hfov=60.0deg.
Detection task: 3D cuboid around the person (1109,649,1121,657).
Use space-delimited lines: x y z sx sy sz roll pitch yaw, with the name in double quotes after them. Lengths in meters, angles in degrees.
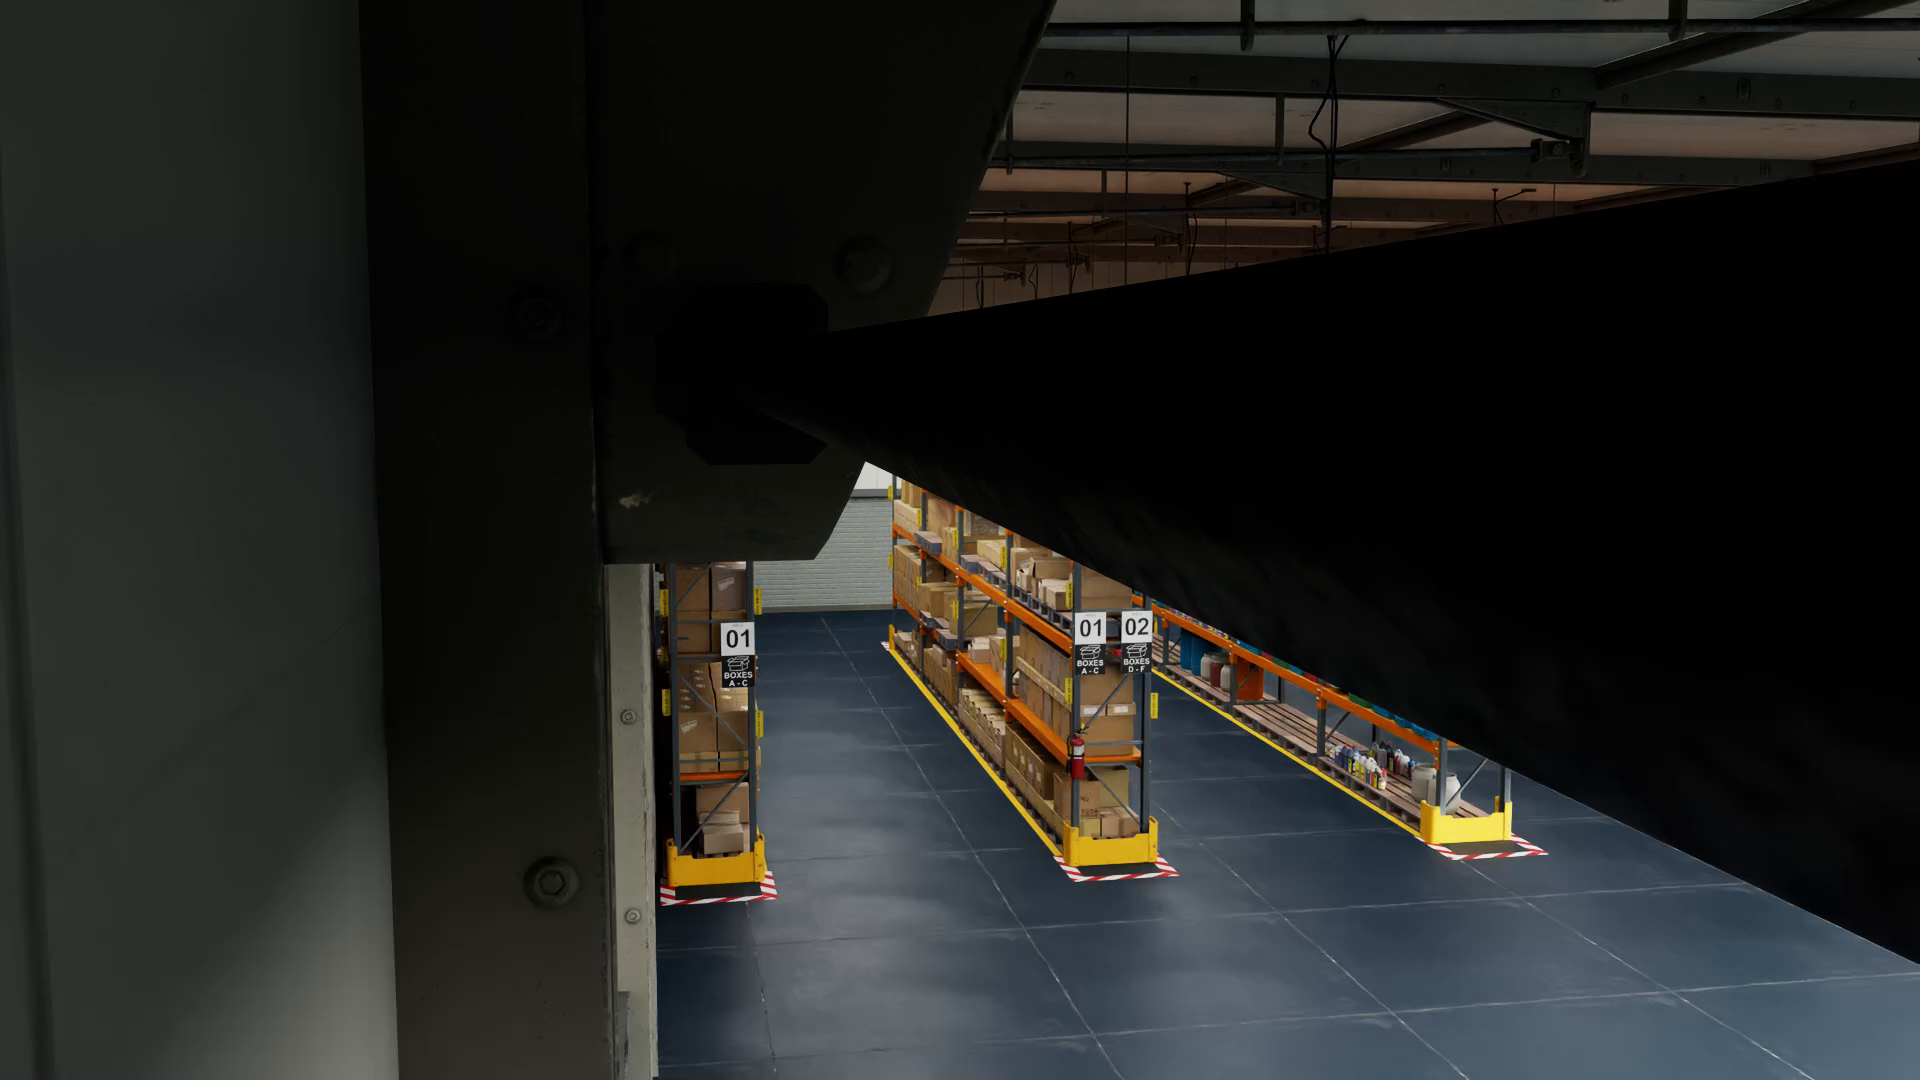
2.541 2.357 28.869 0.575 1.729 0.526 0 6 4 "person"
